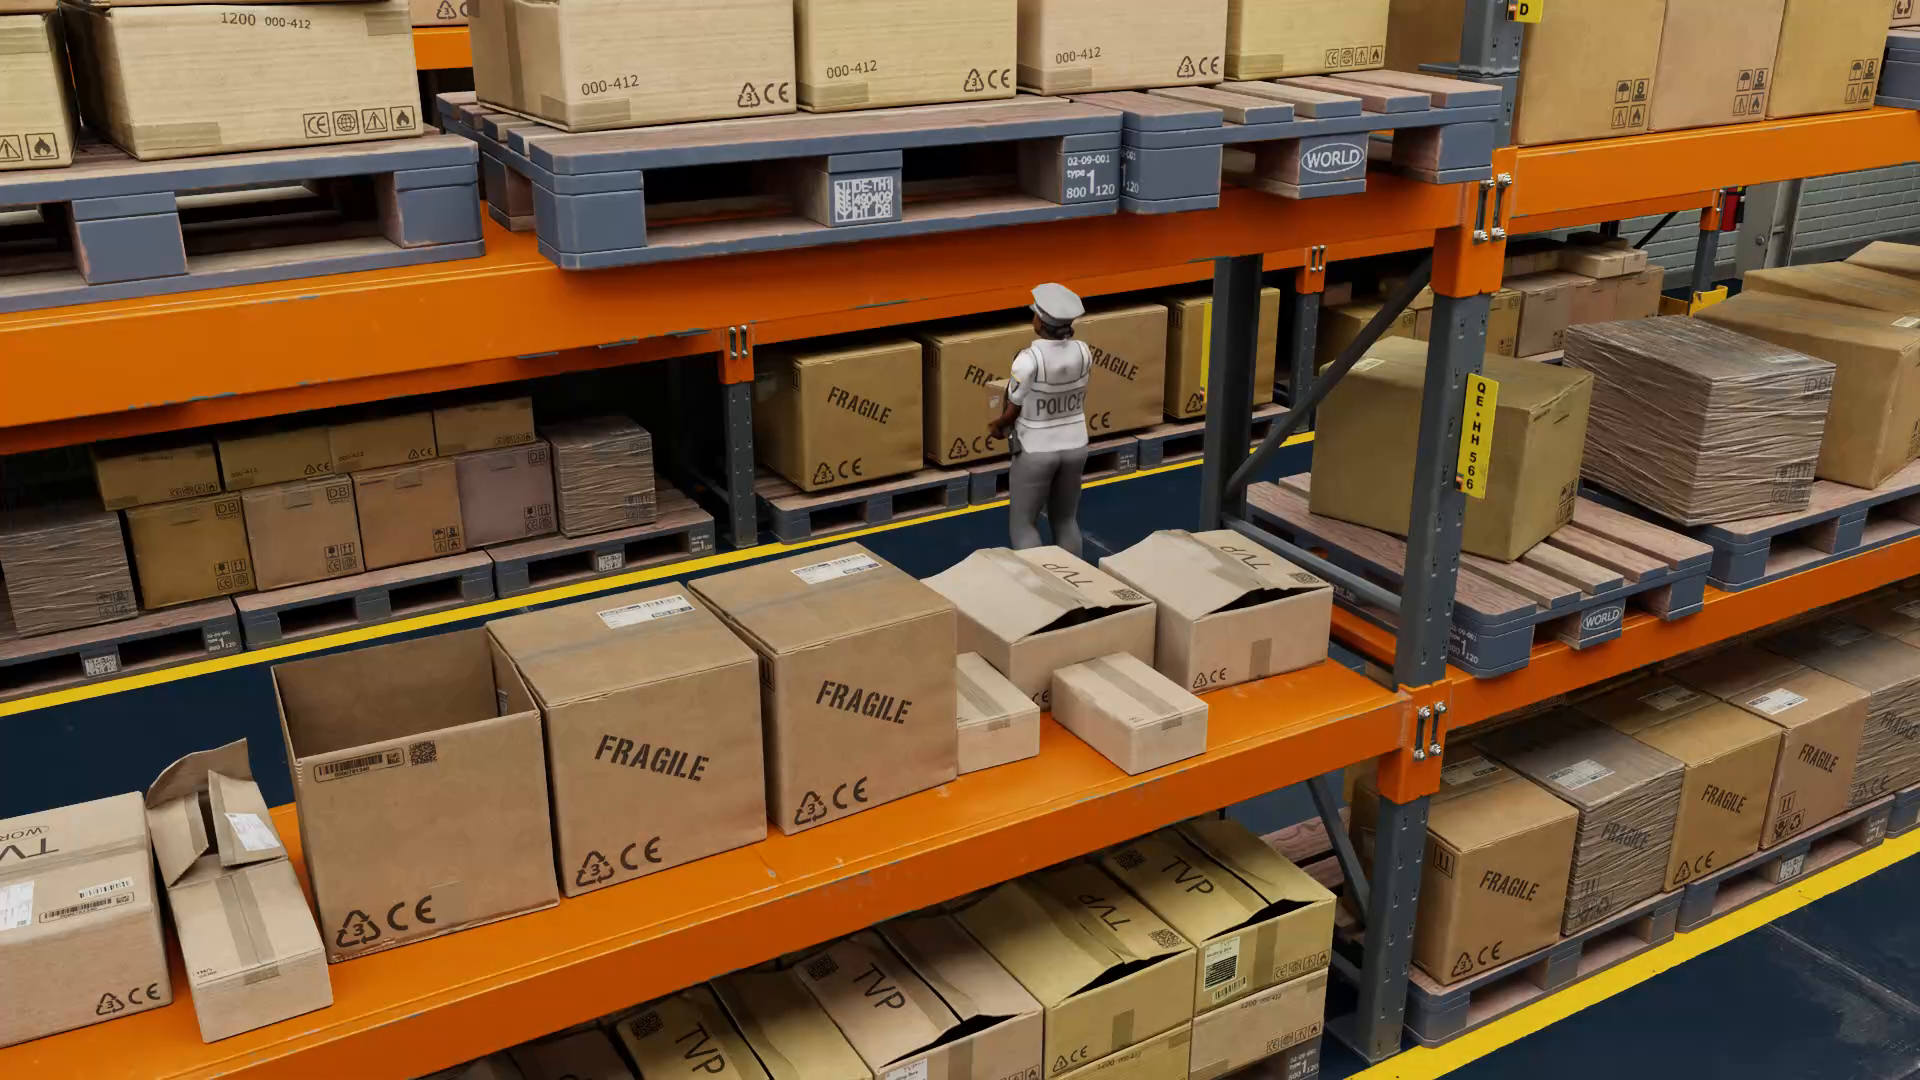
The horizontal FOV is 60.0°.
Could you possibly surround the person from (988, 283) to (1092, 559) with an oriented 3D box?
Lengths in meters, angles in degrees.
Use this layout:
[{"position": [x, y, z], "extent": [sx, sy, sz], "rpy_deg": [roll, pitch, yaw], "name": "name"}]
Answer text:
[{"position": [0.392, -0.455, 8.185], "extent": [0.450, 1.688, 0.540], "rpy_deg": [-12, 25, -28], "name": "person"}]
